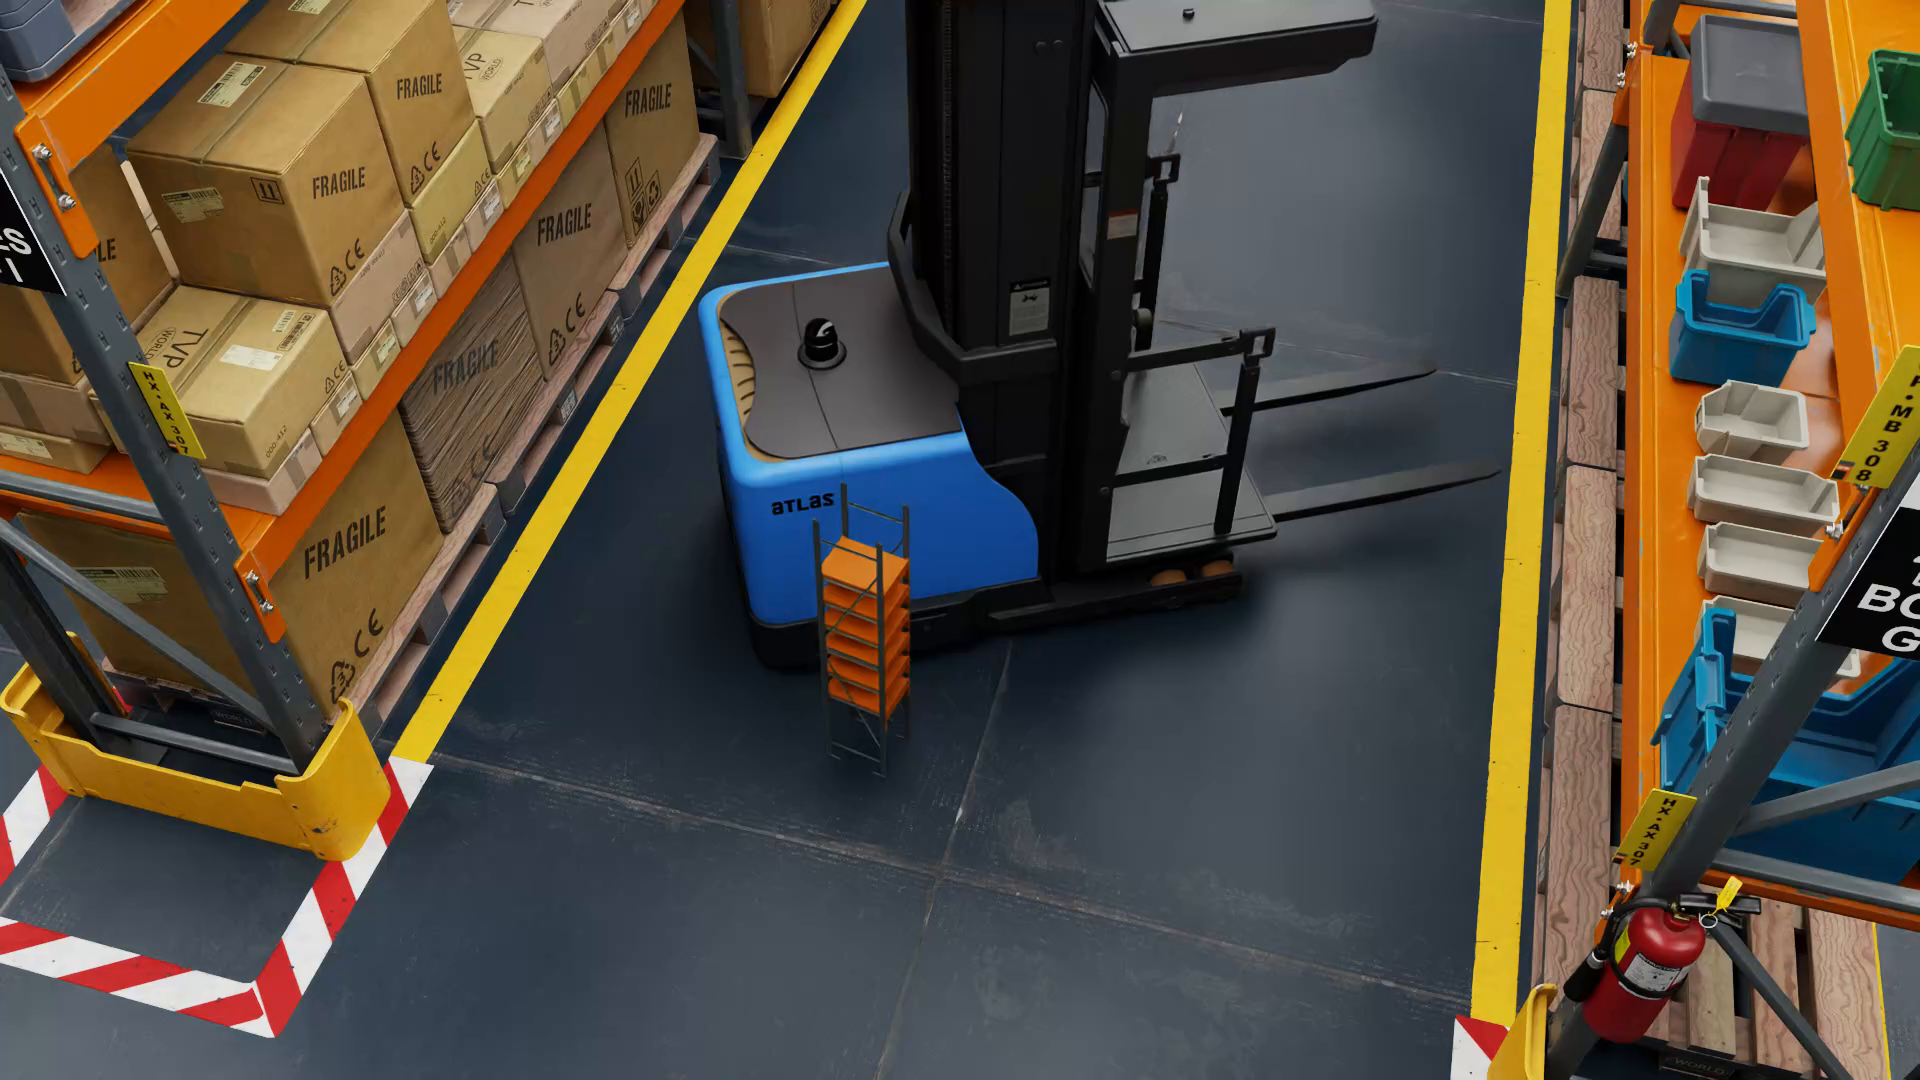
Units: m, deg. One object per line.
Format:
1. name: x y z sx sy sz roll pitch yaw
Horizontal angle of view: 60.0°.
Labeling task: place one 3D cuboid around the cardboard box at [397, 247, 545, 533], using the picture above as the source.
1. cardboard box: -2.267 -0.708 6.430 0.875 0.875 0.875 12 50 10

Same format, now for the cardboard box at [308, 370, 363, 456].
1. cardboard box: -2.120 -0.429 5.215 0.380 0.149 0.250 11 49 9

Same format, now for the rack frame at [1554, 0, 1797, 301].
1. rack frame: 3.234 -2.051 6.478 1.000 3.000 0.127 12 50 10

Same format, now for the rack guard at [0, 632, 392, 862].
1. rack guard: -2.604 0.710 5.709 1.175 0.500 0.348 12 50 10

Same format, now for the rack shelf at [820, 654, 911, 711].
1. rack shelf: -0.322 0.446 5.688 0.258 0.103 0.180 19 49 16

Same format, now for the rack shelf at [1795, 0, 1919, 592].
1. rack shelf: 2.707 -1.359 4.346 1.077 0.370 4.000 12 50 10

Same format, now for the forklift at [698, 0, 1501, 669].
1. forklift: 0.607 -1.079 5.666 3.031 2.935 1.130 -10 49 -9

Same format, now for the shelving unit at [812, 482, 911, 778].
1. shelving unit: -0.318 0.332 5.570 0.258 1.200 0.189 19 49 16

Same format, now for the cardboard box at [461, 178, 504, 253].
1. cardboard box: -1.850 -1.174 5.872 0.380 0.149 0.250 11 50 10

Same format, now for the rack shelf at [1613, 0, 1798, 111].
1. rack shelf: 3.760 -3.259 8.025 1.077 0.370 4.000 12 50 10

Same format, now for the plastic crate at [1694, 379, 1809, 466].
1. plastic crate: 2.421 -0.346 5.110 0.298 0.136 0.250 12 50 10

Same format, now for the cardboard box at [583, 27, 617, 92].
1. cardboard box: -1.579 -1.915 6.526 0.380 0.149 0.250 12 50 11

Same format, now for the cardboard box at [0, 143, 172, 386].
1. cardboard box: -2.723 -0.836 4.808 0.500 0.500 0.500 12 50 10

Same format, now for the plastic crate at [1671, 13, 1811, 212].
1. plastic crate: 2.757 -1.495 5.905 0.402 0.464 0.583 12 50 10

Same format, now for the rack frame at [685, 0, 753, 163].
1. rack frame: -1.545 -3.028 7.341 1.000 3.000 0.127 12 50 10

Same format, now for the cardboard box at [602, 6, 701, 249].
1. cardboard box: -1.796 -2.002 7.573 0.875 0.875 0.875 12 50 10

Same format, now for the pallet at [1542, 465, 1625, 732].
1. pallet: 2.758 0.297 6.266 1.003 0.211 1.213 12 50 10

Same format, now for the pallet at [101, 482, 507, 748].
1. pallet: -2.463 0.194 6.357 1.003 0.211 1.213 12 50 10

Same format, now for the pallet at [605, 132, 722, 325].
1. pallet: -1.820 -1.571 7.914 1.003 0.211 1.213 12 50 10

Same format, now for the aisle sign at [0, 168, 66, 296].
1. aisle sign: -2.327 -0.884 3.714 0.394 0.787 0.004 12 50 10

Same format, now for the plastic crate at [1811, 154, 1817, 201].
1. plastic crate: 3.198 -1.117 5.797 0.437 0.125 0.590 12 50 10

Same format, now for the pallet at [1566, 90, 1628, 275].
1. pallet: 3.477 -1.678 8.009 1.003 0.211 1.213 12 50 10

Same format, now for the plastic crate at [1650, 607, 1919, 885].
1. plastic crate: 2.089 0.532 4.135 0.616 0.435 0.499 12 50 10

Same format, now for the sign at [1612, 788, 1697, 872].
1. sign: 1.646 0.692 3.949 0.100 0.325 0.005 12 50 10

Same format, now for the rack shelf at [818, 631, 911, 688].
1. rack shelf: -0.319 0.363 5.602 0.258 0.103 0.180 19 49 16

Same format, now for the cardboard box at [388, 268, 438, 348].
1. cardboard box: -1.985 -0.803 5.545 0.380 0.149 0.250 11 49 9

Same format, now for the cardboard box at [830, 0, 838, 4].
1. cardboard box: -1.161 -3.577 8.963 1.225 0.875 0.875 10 49 9

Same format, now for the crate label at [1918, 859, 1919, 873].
1. crate label: 2.563 0.764 4.065 0.416 0.233 0.303 12 50 10

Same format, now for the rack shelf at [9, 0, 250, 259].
1. rack shelf: -2.071 -2.336 5.209 1.077 0.370 4.000 12 50 10

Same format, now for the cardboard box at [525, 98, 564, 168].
1. cardboard box: -1.715 -1.546 6.200 0.380 0.149 0.250 12 50 11

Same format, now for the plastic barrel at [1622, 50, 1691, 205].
1. plastic barrel: 3.393 -1.885 7.452 0.600 0.901 0.708 12 50 10

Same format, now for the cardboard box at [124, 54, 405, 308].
1. cardboard box: -2.079 -1.087 5.029 0.500 0.500 0.500 10 49 9

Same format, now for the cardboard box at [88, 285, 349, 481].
1. cardboard box: -2.211 -0.478 4.991 0.500 0.250 0.500 10 49 9

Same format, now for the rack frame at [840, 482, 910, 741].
1. rack frame: -0.279 0.273 5.628 0.240 1.200 0.006 19 49 16

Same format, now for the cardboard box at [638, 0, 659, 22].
1. cardboard box: -1.444 -2.288 6.855 0.380 0.149 0.250 11 49 9

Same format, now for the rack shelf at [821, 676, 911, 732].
1. rack shelf: -0.324 0.529 5.775 0.258 0.103 0.180 19 49 16

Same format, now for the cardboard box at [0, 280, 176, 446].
1. cardboard box: -2.726 -0.587 5.088 0.500 0.250 0.500 11 49 9

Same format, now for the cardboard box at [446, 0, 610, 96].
1. cardboard box: -1.676 -1.962 6.301 0.500 0.250 0.500 12 50 11

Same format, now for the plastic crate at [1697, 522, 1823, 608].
1. plastic crate: 2.311 0.078 4.736 0.396 0.136 0.243 12 50 10

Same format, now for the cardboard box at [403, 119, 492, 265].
1. cardboard box: -1.945 -1.218 5.644 0.500 0.250 0.500 10 49 9

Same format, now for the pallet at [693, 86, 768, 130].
1. pallet: -1.414 -2.678 8.892 1.003 0.211 1.213 12 50 10
